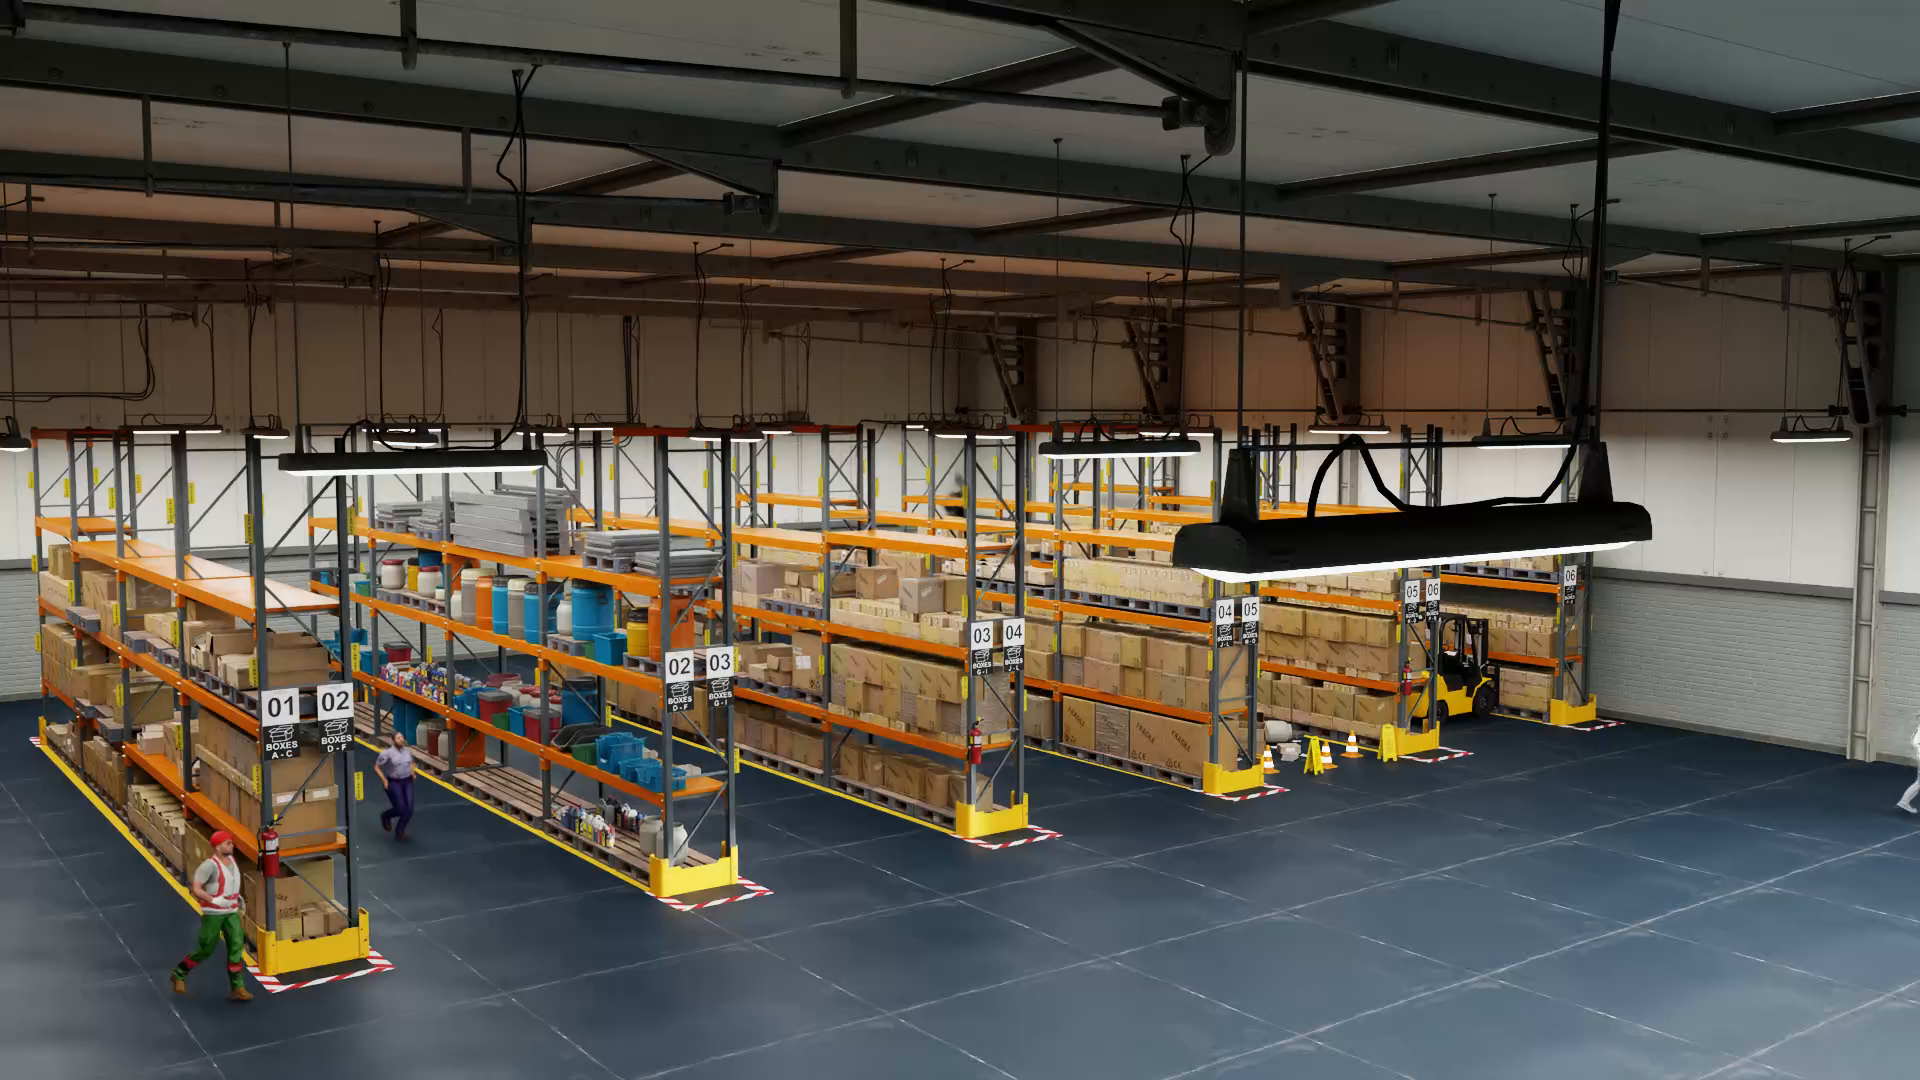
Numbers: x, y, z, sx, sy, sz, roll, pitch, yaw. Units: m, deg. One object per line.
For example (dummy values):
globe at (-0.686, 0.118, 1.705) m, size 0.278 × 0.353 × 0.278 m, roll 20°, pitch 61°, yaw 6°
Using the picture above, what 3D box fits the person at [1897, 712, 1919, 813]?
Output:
person at (14.959, 3.457, 25.738) m, size 0.732 × 1.746 × 0.598 m, roll 2°, pitch 5°, yaw 20°

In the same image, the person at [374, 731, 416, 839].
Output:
person at (-8.264, 3.614, 24.506) m, size 0.549 × 1.602 × 0.608 m, roll 4°, pitch 6°, yaw 39°

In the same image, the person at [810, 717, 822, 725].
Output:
person at (-2.696, 2.909, 32.454) m, size 0.694 × 1.762 × 0.672 m, roll -4°, pitch 6°, yaw -42°

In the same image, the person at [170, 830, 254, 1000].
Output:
person at (-7.966, 4.024, 17.972) m, size 0.986 × 1.749 × 0.716 m, roll 1°, pitch 5°, yaw 18°
